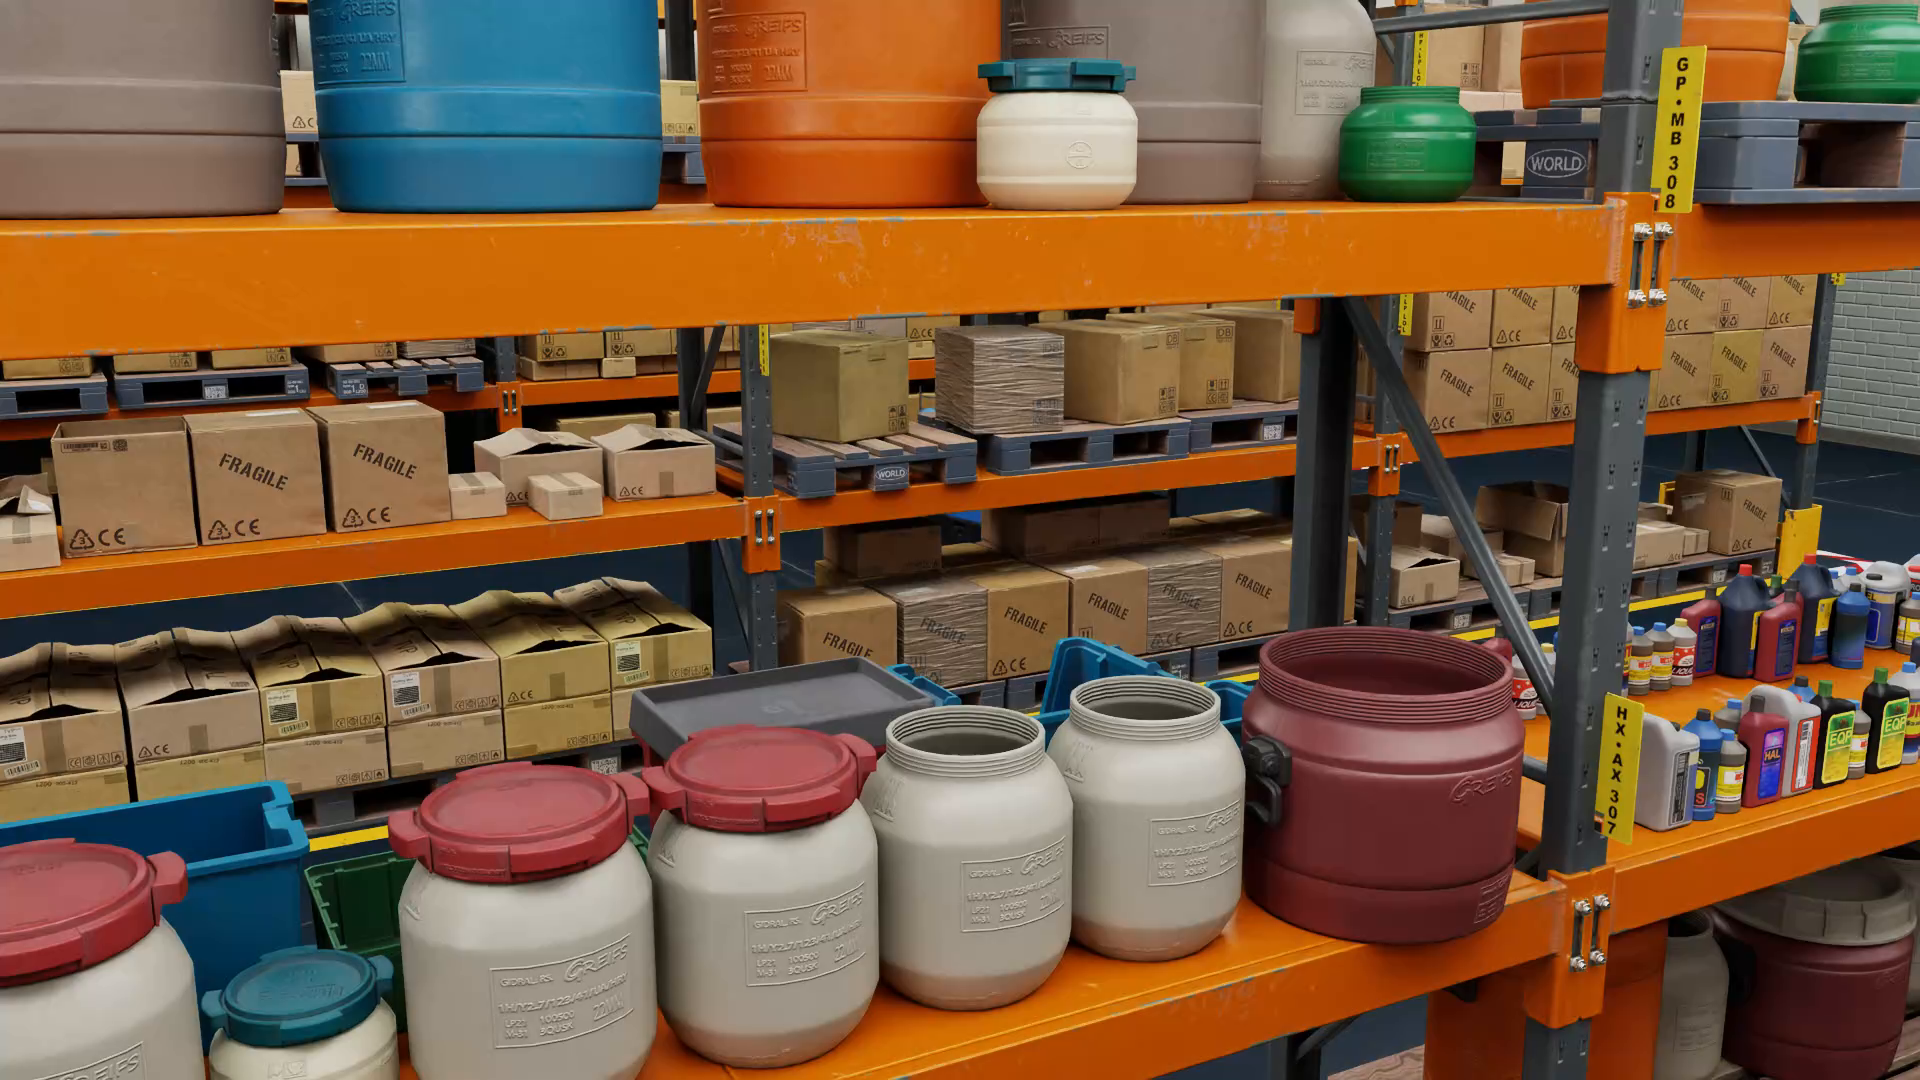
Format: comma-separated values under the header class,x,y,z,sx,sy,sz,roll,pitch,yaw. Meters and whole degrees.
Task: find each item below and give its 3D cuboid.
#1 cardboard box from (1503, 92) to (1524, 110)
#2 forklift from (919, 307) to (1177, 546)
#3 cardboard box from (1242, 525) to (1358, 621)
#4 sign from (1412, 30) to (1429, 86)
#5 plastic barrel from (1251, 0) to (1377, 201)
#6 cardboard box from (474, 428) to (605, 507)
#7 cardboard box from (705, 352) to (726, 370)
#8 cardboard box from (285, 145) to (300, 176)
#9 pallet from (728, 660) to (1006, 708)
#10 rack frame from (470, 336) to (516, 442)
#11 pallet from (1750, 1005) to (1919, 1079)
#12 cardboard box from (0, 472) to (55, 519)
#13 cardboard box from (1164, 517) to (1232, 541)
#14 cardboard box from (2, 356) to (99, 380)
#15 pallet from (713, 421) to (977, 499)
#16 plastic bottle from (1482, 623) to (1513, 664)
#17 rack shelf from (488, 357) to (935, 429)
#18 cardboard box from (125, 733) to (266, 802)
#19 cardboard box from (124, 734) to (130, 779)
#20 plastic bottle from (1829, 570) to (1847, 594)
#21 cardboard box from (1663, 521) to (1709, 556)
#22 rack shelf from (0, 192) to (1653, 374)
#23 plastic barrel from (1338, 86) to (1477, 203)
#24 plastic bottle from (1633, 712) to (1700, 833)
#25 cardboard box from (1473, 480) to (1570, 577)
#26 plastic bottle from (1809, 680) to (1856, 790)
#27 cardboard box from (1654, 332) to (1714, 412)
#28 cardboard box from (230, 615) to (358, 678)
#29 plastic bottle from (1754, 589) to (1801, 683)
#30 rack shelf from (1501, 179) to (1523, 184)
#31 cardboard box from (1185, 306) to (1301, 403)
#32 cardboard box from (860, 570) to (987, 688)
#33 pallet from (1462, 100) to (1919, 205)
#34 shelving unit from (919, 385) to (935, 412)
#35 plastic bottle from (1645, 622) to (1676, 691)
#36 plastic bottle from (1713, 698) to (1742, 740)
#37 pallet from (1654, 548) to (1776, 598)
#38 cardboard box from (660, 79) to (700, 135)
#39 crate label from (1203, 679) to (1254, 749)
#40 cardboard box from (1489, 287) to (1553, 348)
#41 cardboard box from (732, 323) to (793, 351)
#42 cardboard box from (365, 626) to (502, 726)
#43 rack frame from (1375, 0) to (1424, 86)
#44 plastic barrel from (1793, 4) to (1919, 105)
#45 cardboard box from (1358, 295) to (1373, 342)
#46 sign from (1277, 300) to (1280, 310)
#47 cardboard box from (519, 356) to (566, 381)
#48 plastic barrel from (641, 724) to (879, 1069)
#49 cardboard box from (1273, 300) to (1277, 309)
class,x,y,z,sx,sy,sz,roll,pitch,yaw
cardboard box,3.306,-2.587,10.145,0.500,0.250,0.500,-7,14,-28
forklift,0.992,-1.203,11.778,1.130,2.935,3.031,-10,16,-38
cardboard box,2.026,0.215,10.013,0.500,0.500,0.500,-7,14,-28
sign,2.591,-2.698,9.360,0.005,0.325,0.100,-7,14,-28
plastic barrel,0.762,-1.066,3.925,0.421,0.512,0.421,0,13,0
cardboard box,-2.067,-0.376,8.151,0.500,0.311,0.500,-7,14,-29
cardboard box,-2.050,-1.448,13.240,0.250,0.149,0.380,-7,14,-27
cardboard box,-4.748,-2.835,11.764,0.637,0.503,0.797,-5,14,-20
pallet,-0.516,0.813,9.016,1.213,0.211,1.003,-7,14,-28
rack frame,-3.566,-1.430,12.633,0.127,3.000,1.000,-7,14,-28
pallet,2.923,1.621,5.427,1.213,0.211,1.003,-7,14,-28
cardboard box,-4.016,-0.118,7.106,0.258,0.266,0.396,-7,15,-29
cardboard box,1.318,0.170,10.213,0.500,0.500,0.500,-7,14,-27
cardboard box,-6.120,-1.377,11.168,0.500,0.500,0.700,-5,14,-22
pallet,-0.628,-0.467,8.791,1.003,0.211,1.213,-7,14,-28
plastic bottle,1.534,0.387,4.825,0.133,0.283,0.061,-7,14,-28
rack shelf,-1.810,-1.290,13.647,4.000,0.370,1.077,-7,14,-28
cardboard box,-3.325,0.978,7.238,0.500,0.250,0.500,-7,15,-30
cardboard box,-4.030,0.929,7.456,0.500,0.250,0.500,-7,14,-29
plastic bottle,2.886,0.235,5.526,0.097,0.271,0.097,0,13,0
cardboard box,5.075,-0.020,11.818,0.250,0.166,0.380,-7,14,-28
rack shelf,-0.574,-0.423,2.964,4.000,0.370,1.077,-7,14,-28
plastic barrel,0.989,-0.873,3.678,0.294,0.245,0.294,0,13,0
plastic bottle,1.716,0.556,4.089,0.135,0.276,0.152,-7,14,-28
cardboard box,3.968,-0.092,11.371,0.637,0.503,0.797,-7,14,-28
plastic bottle,2.261,0.499,4.328,0.133,0.283,0.061,-7,14,-28
cardboard box,4.676,-1.160,11.205,0.500,0.500,0.500,-7,14,-27
cardboard box,-3.146,0.550,7.864,0.500,0.311,0.500,-7,14,-29
plastic bottle,2.566,0.299,5.214,0.133,0.283,0.061,-7,14,-28
rack shelf,4.077,-2.220,10.948,4.000,0.370,1.077,-7,14,-28
cardboard box,1.799,-1.144,10.176,0.700,0.500,0.500,11,17,41
cardboard box,-0.196,0.480,8.837,0.500,0.500,0.500,-7,15,-30
pallet,1.899,-0.954,4.115,1.213,0.211,1.003,-7,14,-28
shelving unit,-0.170,-0.621,13.136,0.189,1.200,0.258,-10,16,-38
plastic bottle,2.157,0.357,5.145,0.097,0.201,0.097,0,13,0
plastic bottle,2.046,0.522,4.411,0.097,0.201,0.097,0,13,0
pallet,5.067,0.135,12.030,1.213,0.211,1.003,-7,14,-28
cardboard box,-2.236,-3.341,13.061,0.500,0.500,0.700,-6,14,-25
crate label,0.632,0.533,4.292,0.416,0.233,0.303,-7,14,-28
cardboard box,3.323,-1.483,10.363,0.500,0.500,0.500,-7,15,-30
cardboard box,-1.663,-1.797,13.313,0.500,0.500,0.500,-6,14,-26
cardboard box,-2.428,0.598,7.650,0.500,0.311,0.500,-7,14,-28
rack frame,2.322,-3.824,9.604,0.127,3.000,1.000,-7,14,-28
plastic barrel,2.221,-1.181,4.090,0.294,0.245,0.294,0,13,0
cardboard box,2.642,-1.537,10.600,0.500,0.500,0.500,-7,14,-28
sign,2.055,-1.423,10.629,0.005,0.325,0.100,-7,14,-28
cardboard box,-3.166,-1.308,12.614,0.250,0.149,0.380,-7,14,-29
plastic barrel,-0.361,0.652,3.070,0.433,0.535,0.433,0,13,0
cardboard box,3.013,-2.363,16.093,0.700,0.700,0.980,-6,14,-25
